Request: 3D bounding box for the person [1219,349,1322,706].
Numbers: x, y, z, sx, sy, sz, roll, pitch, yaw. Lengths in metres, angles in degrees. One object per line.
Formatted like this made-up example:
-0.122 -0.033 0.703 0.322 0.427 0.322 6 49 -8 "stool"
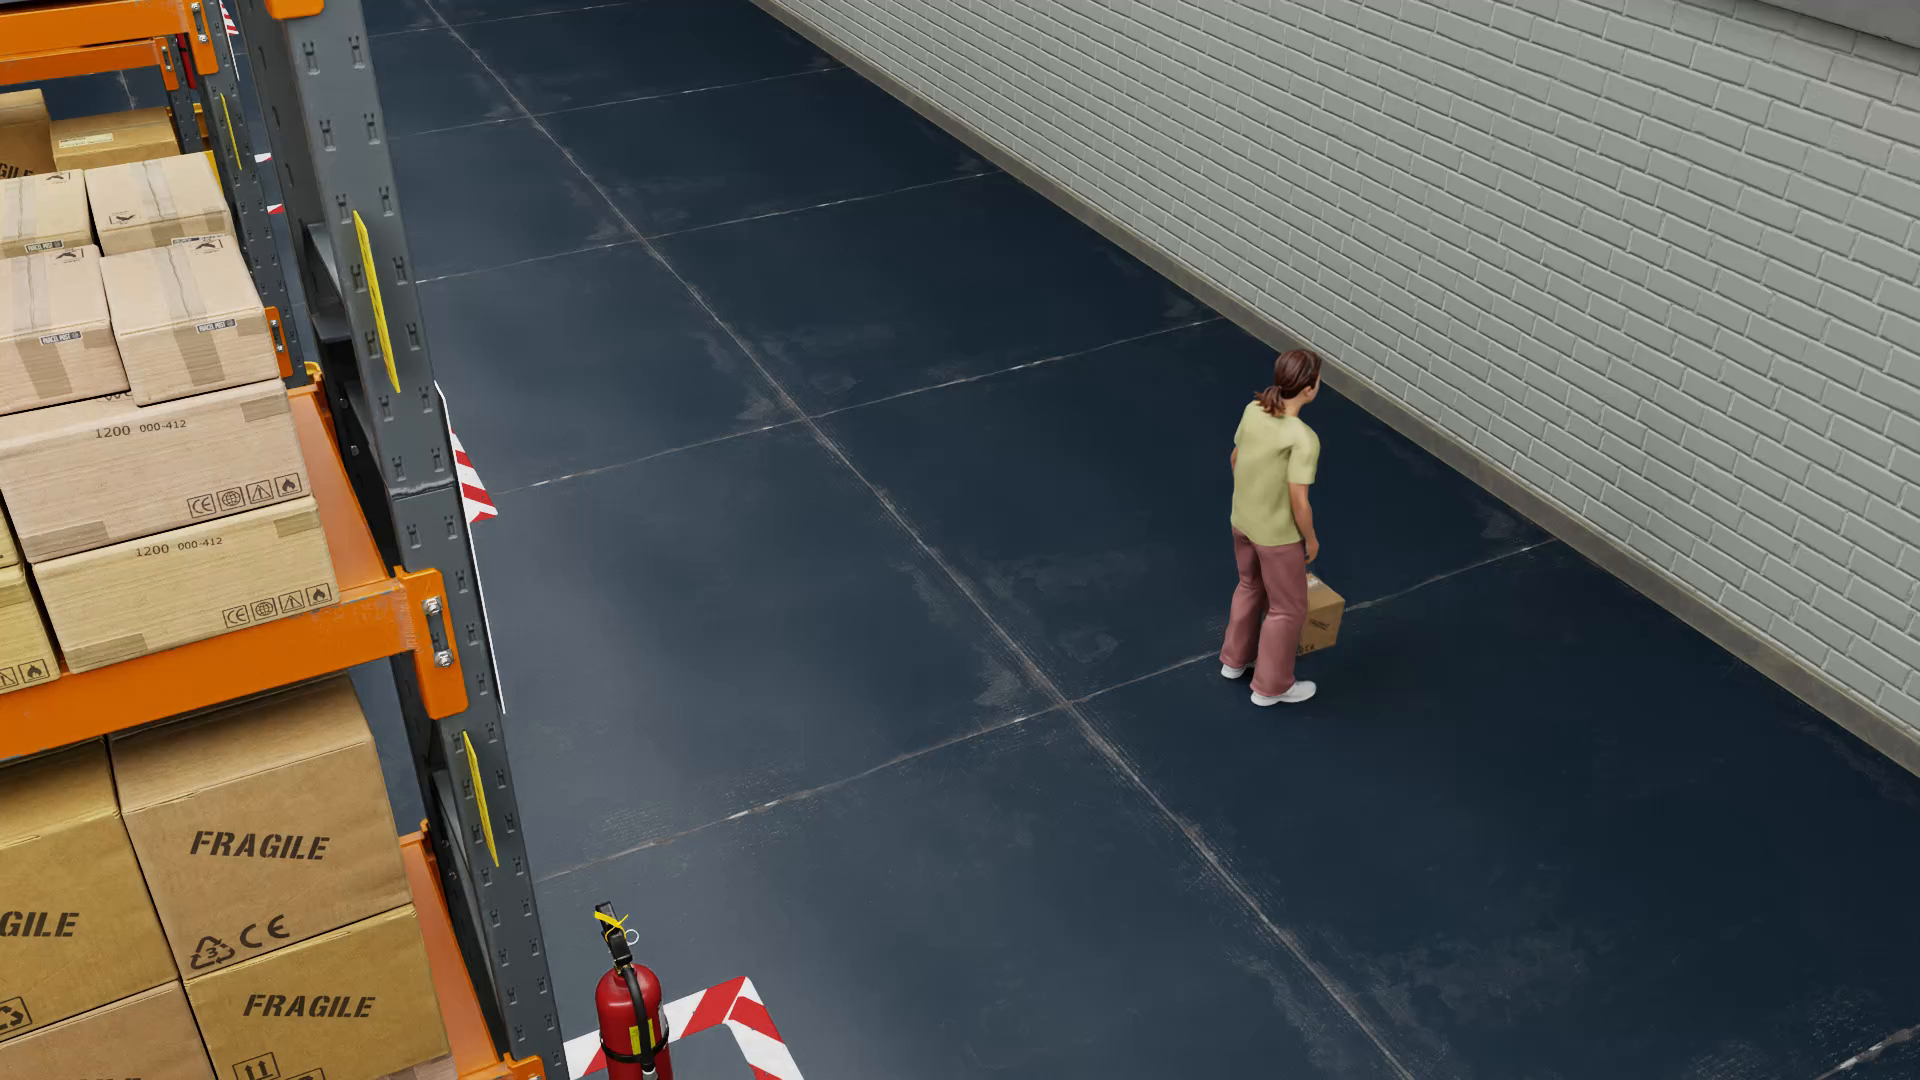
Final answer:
1.367 0.042 7.292 0.364 1.436 0.488 -17 37 -24 "person"
